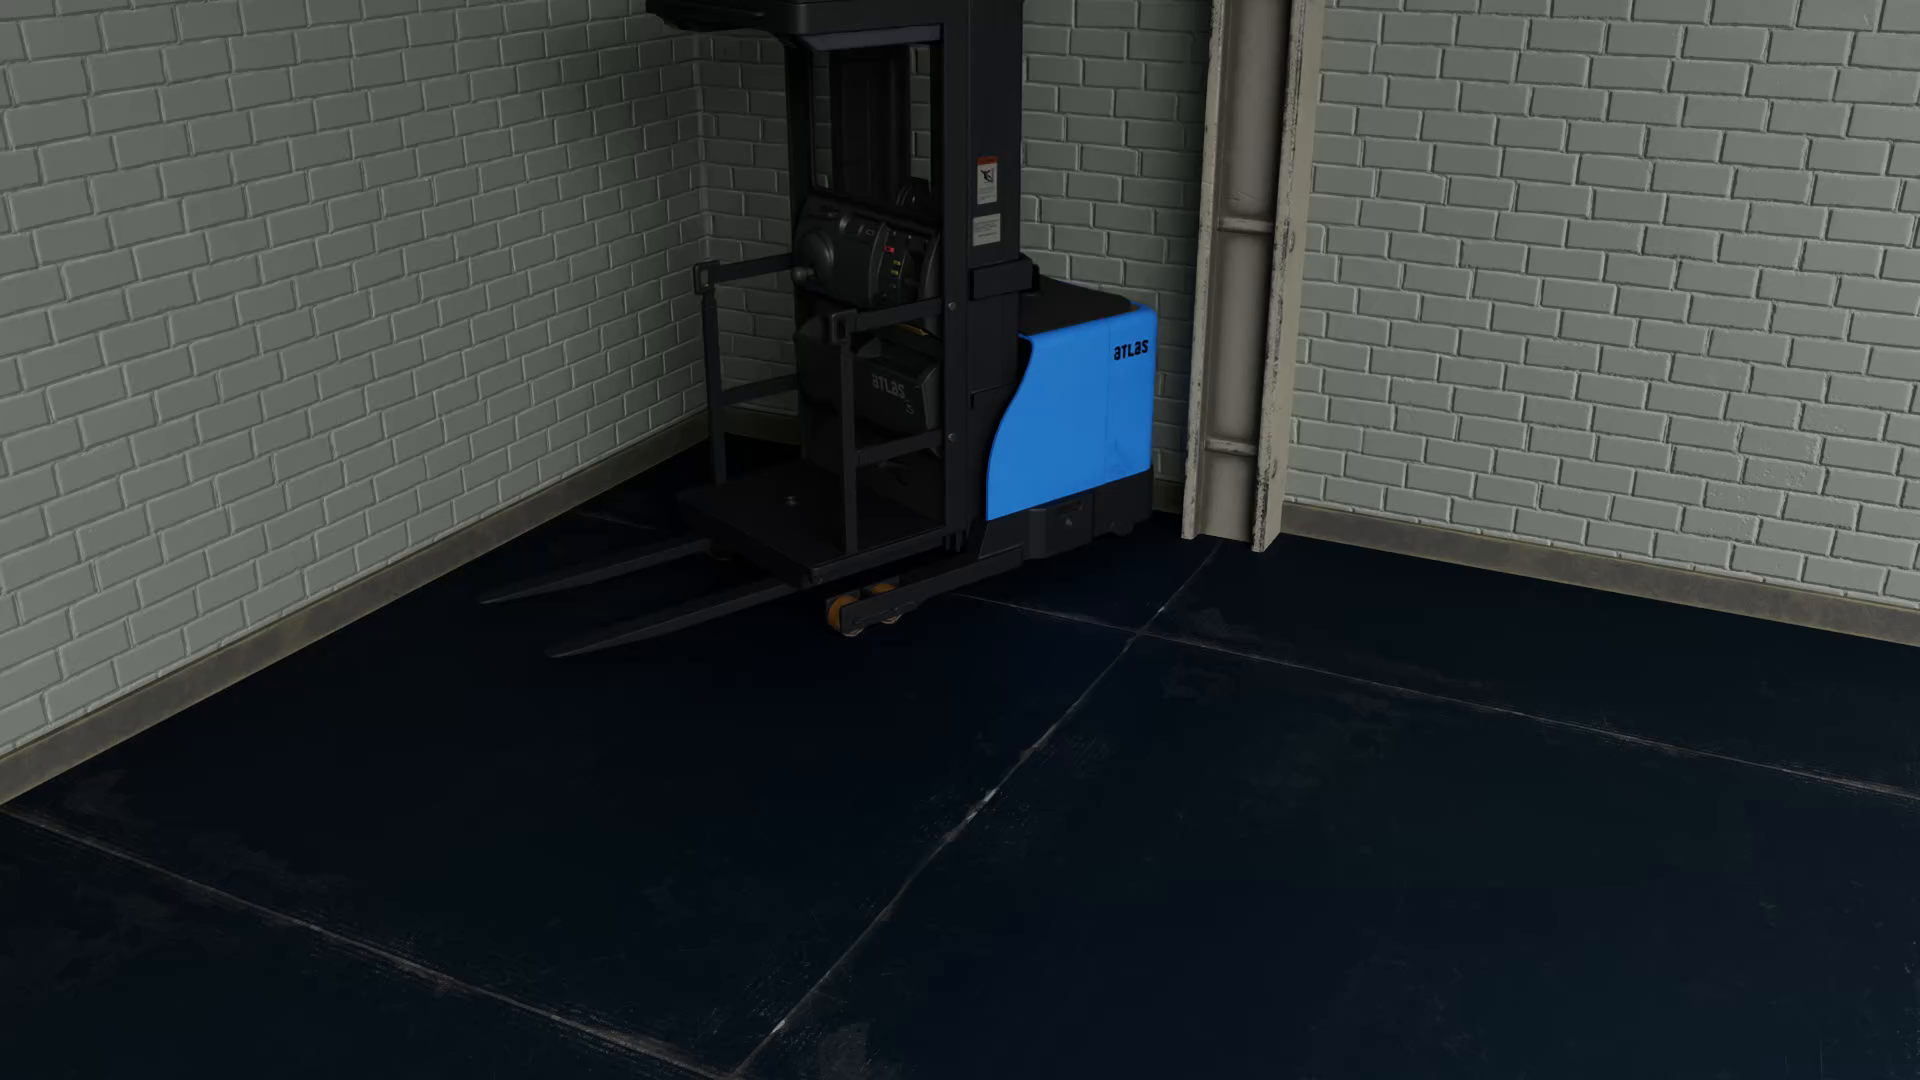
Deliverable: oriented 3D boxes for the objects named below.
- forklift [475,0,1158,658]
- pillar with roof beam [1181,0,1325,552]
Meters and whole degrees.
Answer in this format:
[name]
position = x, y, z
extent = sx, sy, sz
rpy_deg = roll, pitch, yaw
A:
[forklift]
position = -0.555, -1.185, 6.792
extent = 3.031, 2.935, 1.130
rpy_deg = -18, 29, -36
[pillar with roof beam]
position = -0.666, -2.668, 2.526
extent = 0.400, 9.000, 9.100
rpy_deg = 11, 25, 25
